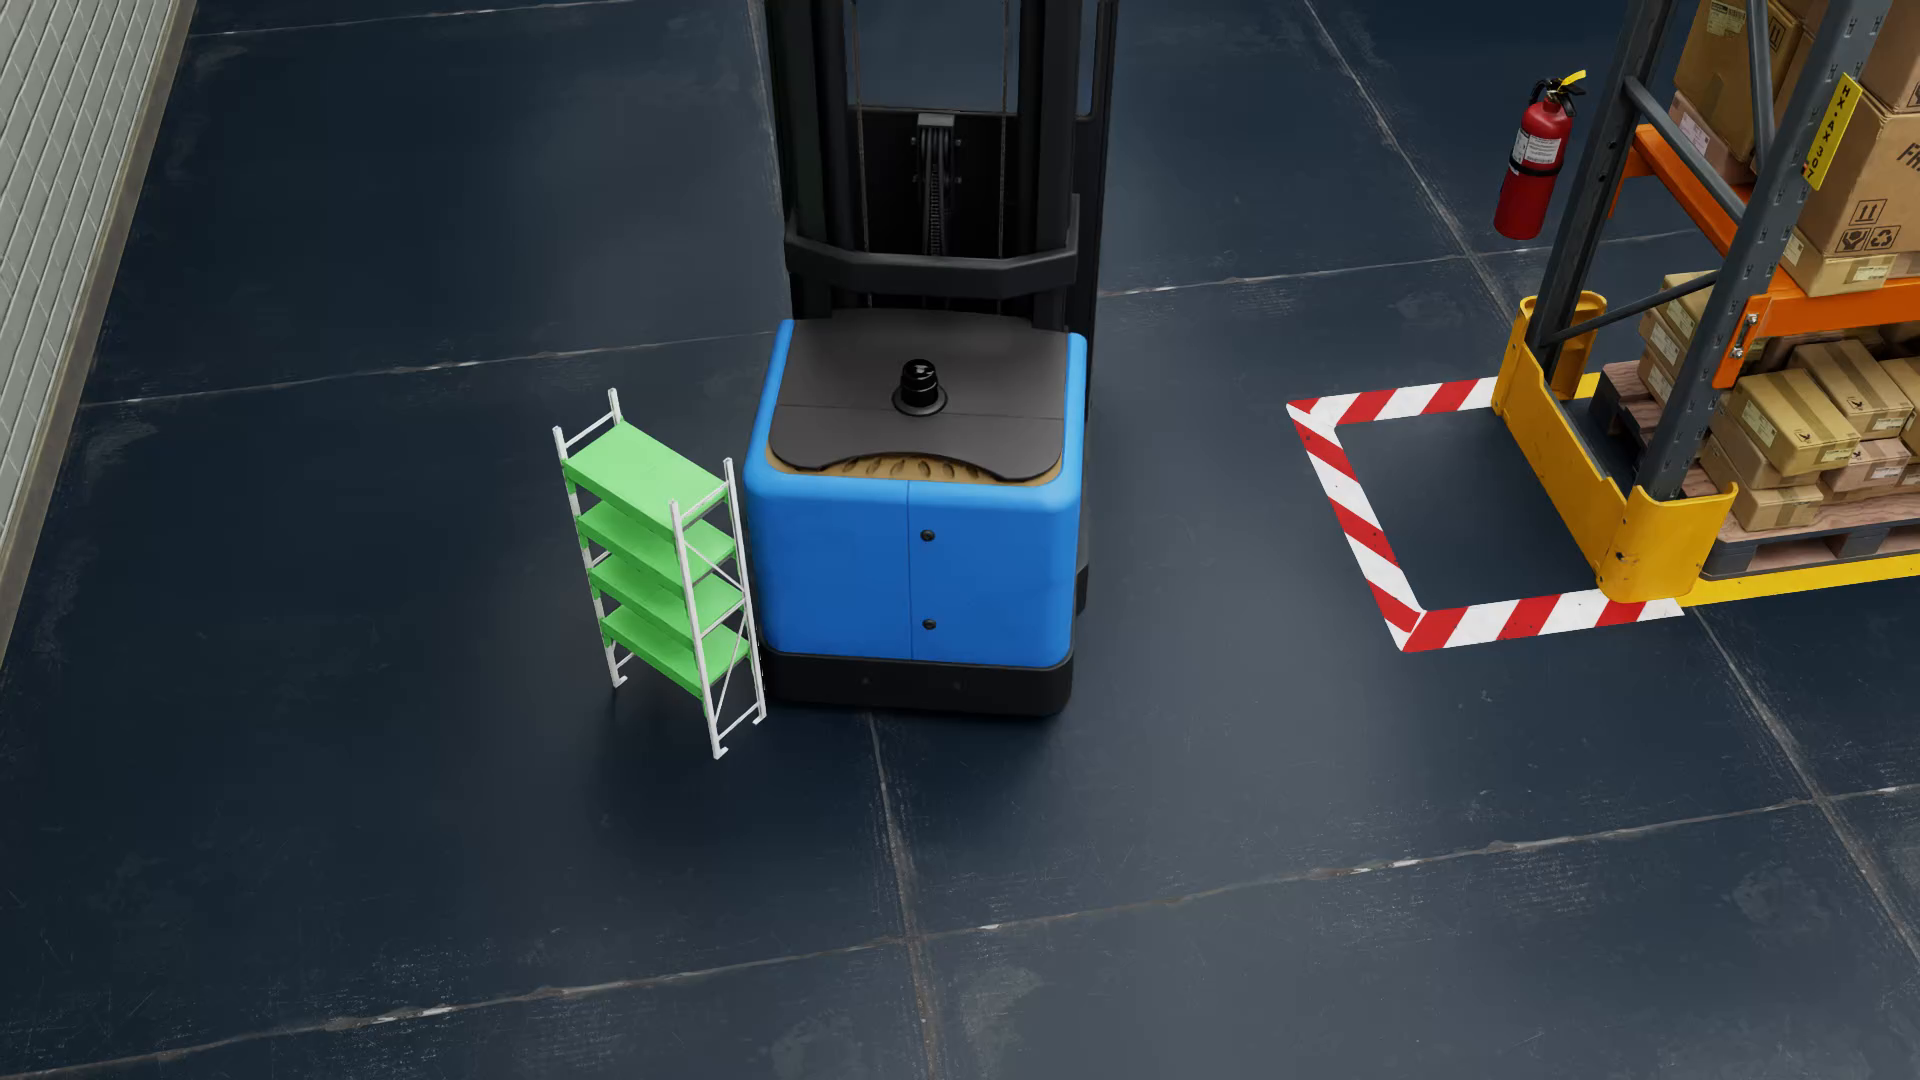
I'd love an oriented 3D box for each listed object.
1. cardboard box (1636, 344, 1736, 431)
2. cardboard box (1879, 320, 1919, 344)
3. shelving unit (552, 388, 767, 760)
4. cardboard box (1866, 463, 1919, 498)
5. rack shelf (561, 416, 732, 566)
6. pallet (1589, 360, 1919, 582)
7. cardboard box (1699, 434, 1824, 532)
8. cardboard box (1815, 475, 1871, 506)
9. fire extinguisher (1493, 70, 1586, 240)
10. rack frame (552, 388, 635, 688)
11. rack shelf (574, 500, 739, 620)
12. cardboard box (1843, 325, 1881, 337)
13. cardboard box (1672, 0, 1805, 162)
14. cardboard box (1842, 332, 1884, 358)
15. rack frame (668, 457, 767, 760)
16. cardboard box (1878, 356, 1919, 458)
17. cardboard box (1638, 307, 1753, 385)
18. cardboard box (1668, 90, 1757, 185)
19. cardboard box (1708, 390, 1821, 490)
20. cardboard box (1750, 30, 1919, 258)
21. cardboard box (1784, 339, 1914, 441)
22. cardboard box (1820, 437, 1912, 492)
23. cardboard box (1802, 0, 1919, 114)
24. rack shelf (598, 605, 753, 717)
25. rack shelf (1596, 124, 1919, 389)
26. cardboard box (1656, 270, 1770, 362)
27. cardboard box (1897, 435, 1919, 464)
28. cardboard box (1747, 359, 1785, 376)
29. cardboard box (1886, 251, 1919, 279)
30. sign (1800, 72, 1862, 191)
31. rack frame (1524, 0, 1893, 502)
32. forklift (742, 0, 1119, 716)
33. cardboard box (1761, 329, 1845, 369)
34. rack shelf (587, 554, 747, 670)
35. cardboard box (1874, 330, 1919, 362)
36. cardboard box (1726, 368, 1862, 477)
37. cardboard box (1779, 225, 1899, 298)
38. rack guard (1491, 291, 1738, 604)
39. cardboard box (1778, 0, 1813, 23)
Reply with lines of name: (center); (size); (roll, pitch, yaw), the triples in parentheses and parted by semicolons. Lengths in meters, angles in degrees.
cardboard box: (2.833, -0.599, 6.432); (0.250, 0.149, 0.380); (-6, 46, -6)
cardboard box: (3.585, -0.936, 6.344); (0.250, 0.149, 0.380); (-9, 47, -8)
shelving unit: (-0.930, 0.136, 5.286); (0.503, 1.200, 0.258); (30, 53, 26)
cardboard box: (3.408, -0.349, 6.191); (0.250, 0.149, 0.380); (-7, 46, -6)
rack shelf: (-0.930, -0.153, 4.986); (0.480, 0.148, 0.258); (30, 53, 26)
pallet: (3.231, -0.346, 6.437); (1.213, 0.211, 1.003); (-7, 46, -7)
cardboard box: (2.920, -0.223, 6.070); (0.250, 0.149, 0.380); (-6, 46, -6)
cardboard box: (3.164, -0.314, 6.157); (0.250, 0.149, 0.380); (-7, 47, -7)
fire extinguisher: (2.023, -1.370, 5.800); (0.183, 0.674, 0.296); (-7, 46, -7)
rack frame: (-1.120, 0.026, 5.392); (0.015, 1.200, 0.240); (30, 53, 26)
rack shelf: (-0.930, 0.014, 5.159); (0.480, 0.148, 0.258); (30, 53, 26)
cardboard box: (3.319, -0.950, 6.357); (0.250, 0.149, 0.380); (-8, 47, -8)
cardboard box: (2.748, -1.605, 5.438); (0.500, 0.500, 0.500); (-6, 46, -6)
cardboard box: (3.333, -0.822, 6.440); (0.250, 0.149, 0.380); (-9, 47, -8)
rack frame: (-0.741, 0.247, 5.179); (0.015, 1.200, 0.240); (30, 53, 26)
cardboard box: (3.445, -0.475, 5.900); (0.250, 0.149, 0.380); (-7, 47, -7)
cardboard box: (2.821, -0.757, 6.378); (0.250, 0.149, 0.380); (-8, 47, -8)
cardboard box: (2.623, -1.383, 5.674); (0.250, 0.149, 0.380); (-7, 46, -7)
cardboard box: (2.910, -0.372, 6.007); (0.250, 0.149, 0.380); (-5, 46, -5)
cardboard box: (2.839, -1.227, 5.073); (0.500, 0.500, 0.500); (-5, 46, -5)
cardboard box: (3.175, -0.535, 5.958); (0.250, 0.149, 0.380); (-6, 46, -6)
cardboard box: (3.189, -0.365, 6.000); (0.250, 0.149, 0.380); (-7, 47, -7)
cardboard box: (2.837, -1.581, 4.720); (0.500, 0.500, 0.500); (-7, 47, -7)
rack shelf: (-0.930, 0.347, 5.505); (0.480, 0.148, 0.258); (30, 53, 26)
rack shelf: (4.320, -1.226, 5.848); (4.000, 0.370, 1.077); (-7, 46, -7)
cardboard box: (2.828, -0.838, 6.249); (0.250, 0.149, 0.380); (-7, 46, -6)
cardboard box: (3.415, -0.458, 6.090); (0.250, 0.149, 0.380); (-7, 46, -6)
cardboard box: (3.088, -0.751, 6.372); (0.250, 0.149, 0.380); (-8, 47, -8)
cardboard box: (2.968, -1.010, 5.315); (0.250, 0.149, 0.380); (-6, 46, -5)
sign: (2.442, -1.145, 4.669); (0.005, 0.325, 0.100); (-7, 46, -7)
rack frame: (2.349, -1.230, 5.352); (0.127, 3.000, 1.000); (-7, 46, -7)
forklift: (-0.038, -1.486, 5.647); (1.130, 2.935, 3.031); (3, 46, 3)
cardboard box: (3.085, -0.828, 6.239); (0.250, 0.149, 0.380); (-6, 46, -6)
rack shelf: (-0.930, 0.180, 5.332); (0.480, 0.148, 0.258); (30, 53, 26)
cardboard box: (3.615, -0.782, 6.402); (0.250, 0.149, 0.380); (-8, 47, -7)
cardboard box: (2.924, -0.416, 5.843); (0.250, 0.149, 0.380); (-9, 47, -9)
cardboard box: (2.725, -0.950, 5.257); (0.250, 0.149, 0.380); (-7, 47, -7)
rack guard: (2.424, -0.372, 6.261); (0.348, 0.500, 1.175); (-7, 46, -7)
cardboard box: (2.758, -1.947, 5.073); (0.500, 0.500, 0.500); (-8, 47, -8)
